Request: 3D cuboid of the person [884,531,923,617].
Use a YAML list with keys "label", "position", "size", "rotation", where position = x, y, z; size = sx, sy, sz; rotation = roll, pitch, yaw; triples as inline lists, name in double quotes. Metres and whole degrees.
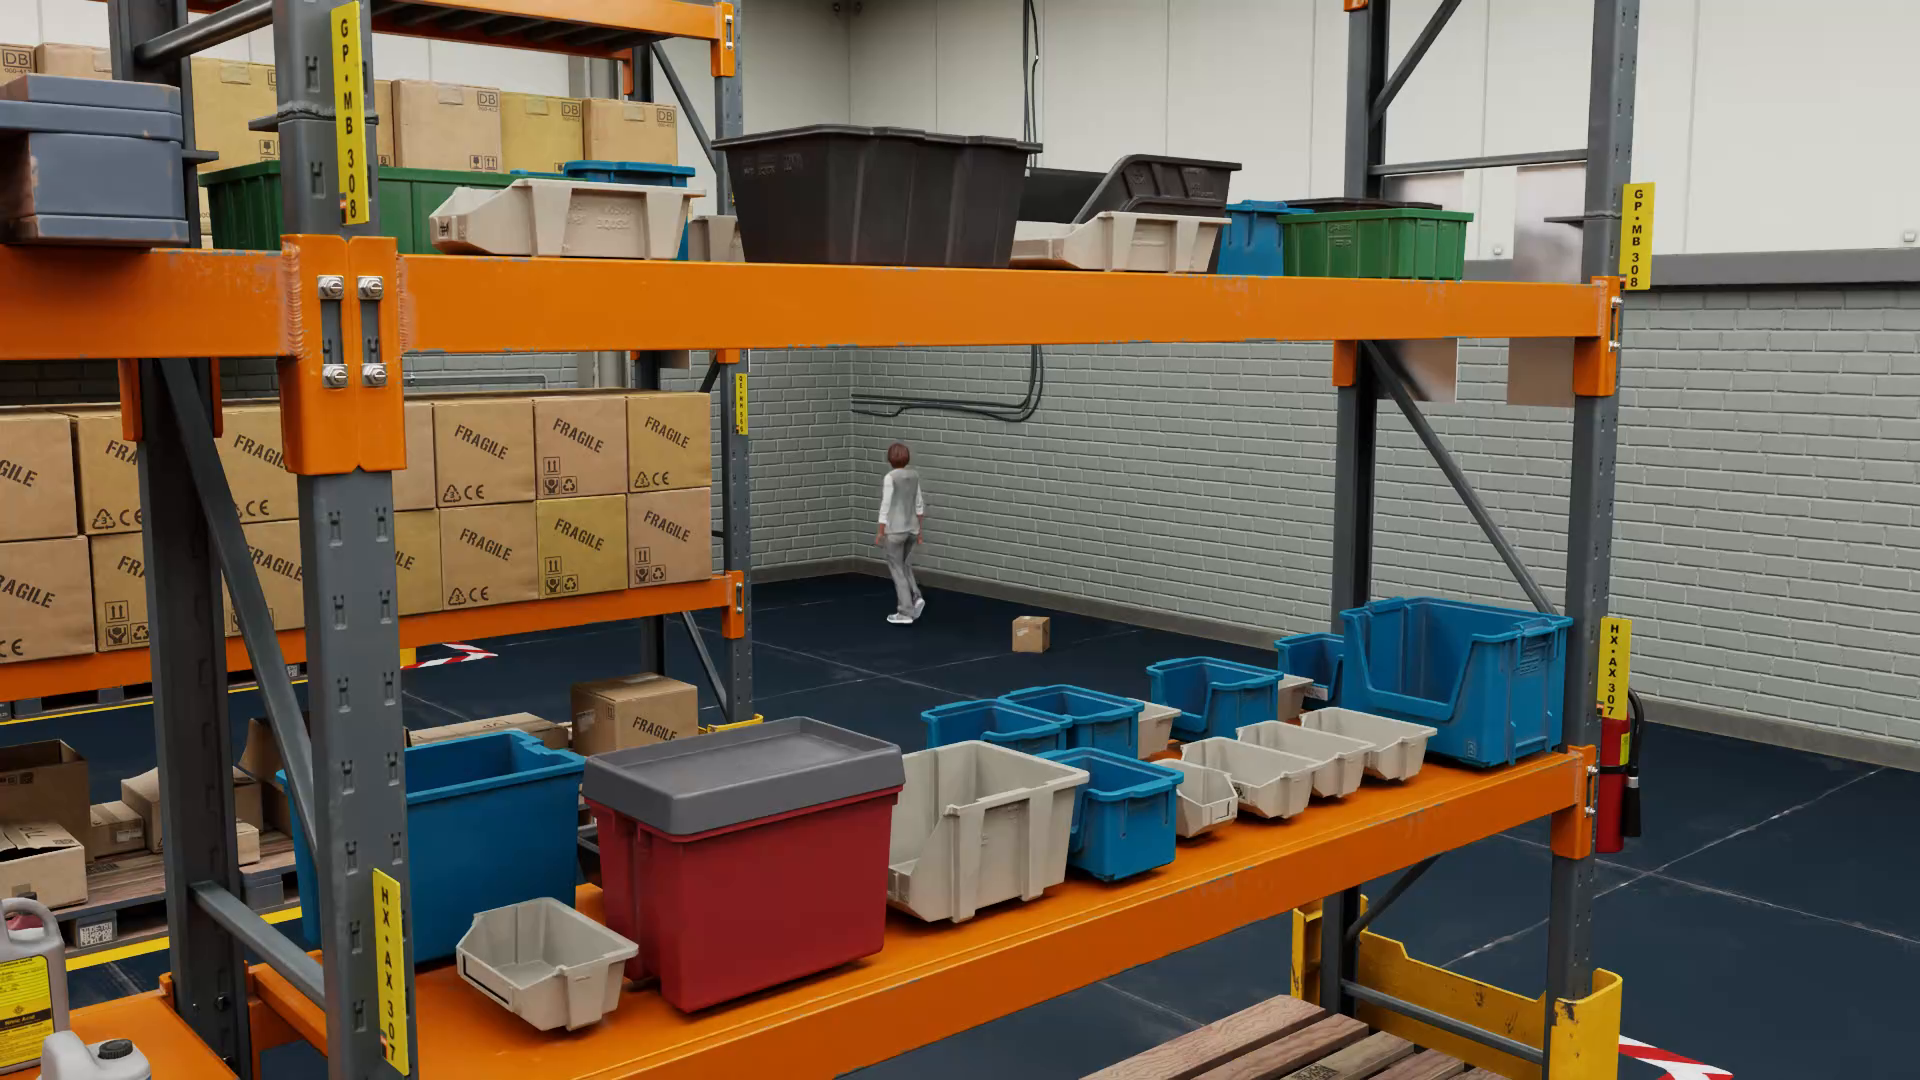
- label: "person"
  position: [-0.530, 0.240, 14.642]
  size: [0.386, 0.842, 0.361]
  rotation: [7, 10, 42]
